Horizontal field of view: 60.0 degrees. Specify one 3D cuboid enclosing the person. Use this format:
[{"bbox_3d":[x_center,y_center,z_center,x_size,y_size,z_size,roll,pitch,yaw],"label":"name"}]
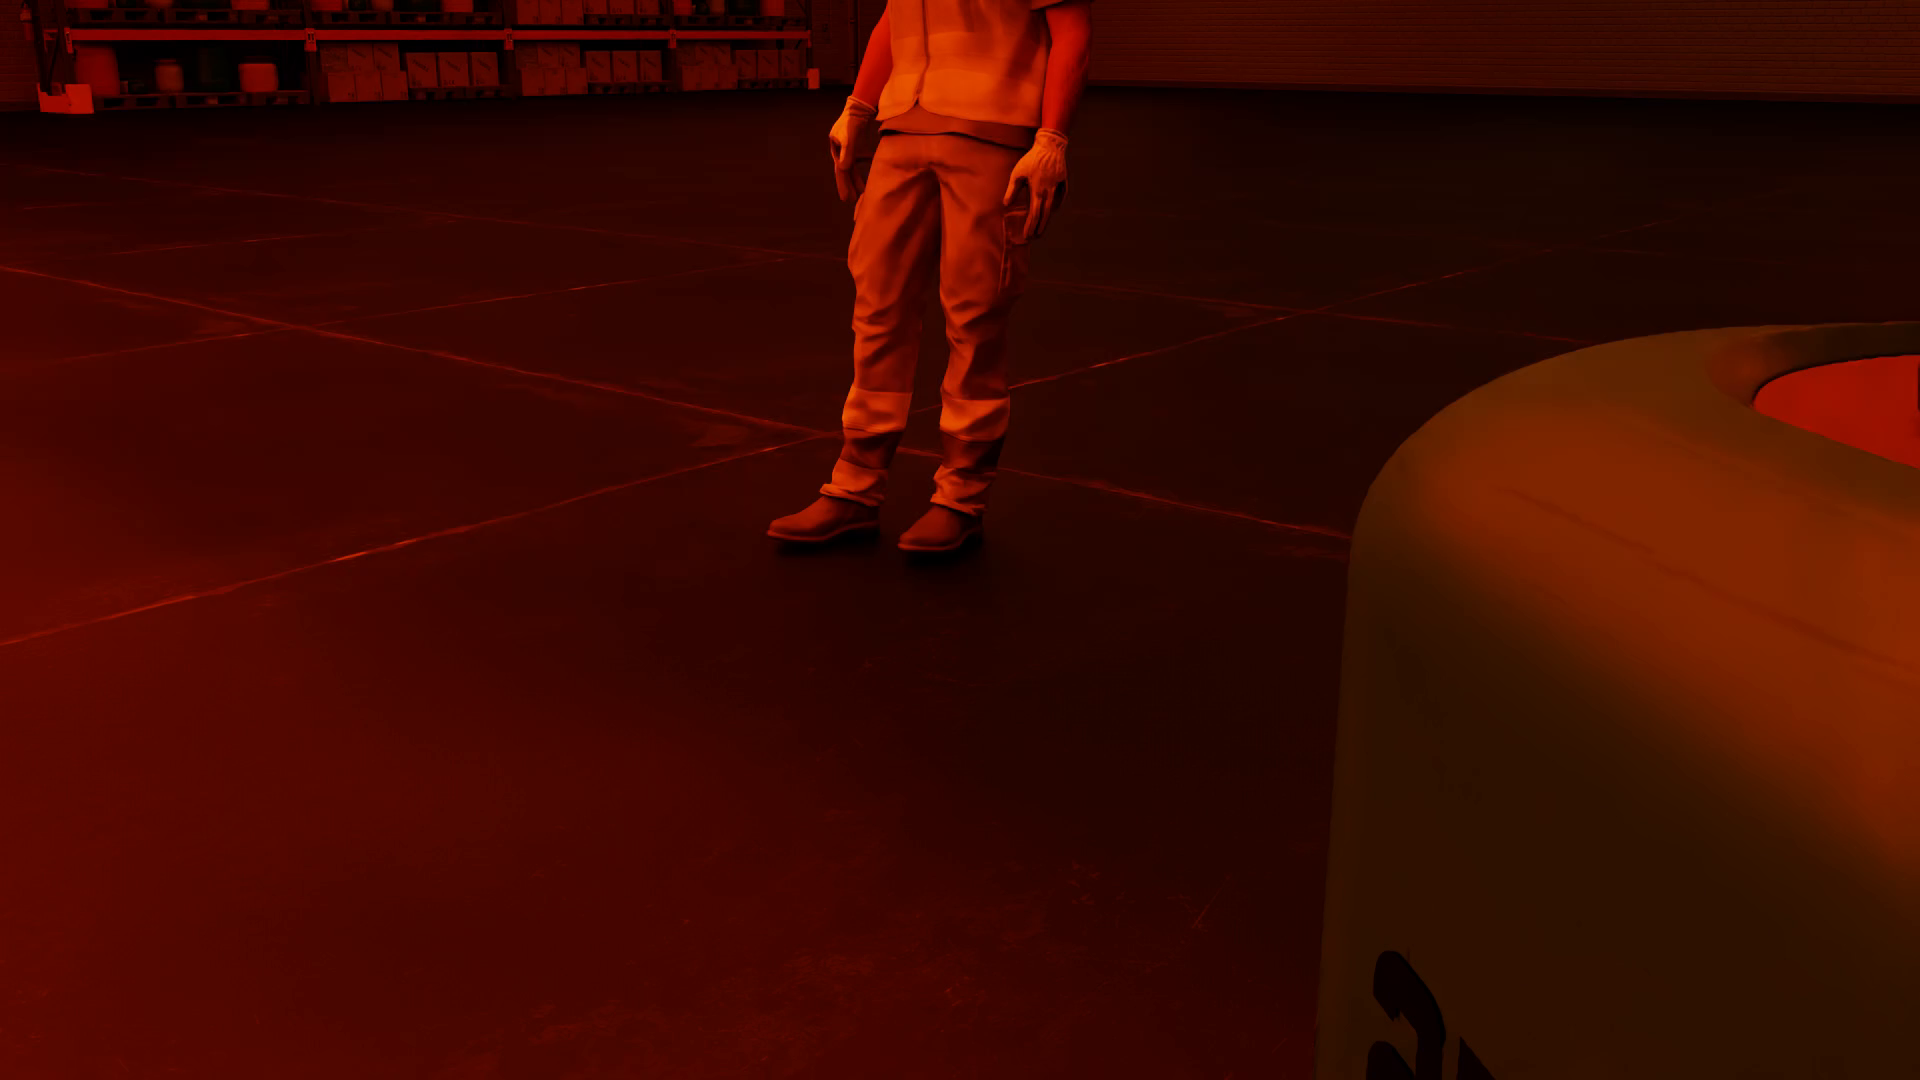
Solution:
[{"bbox_3d":[-0.060,-0.848,3.628,0.637,1.787,0.564,13,21,37],"label":"person"}]
